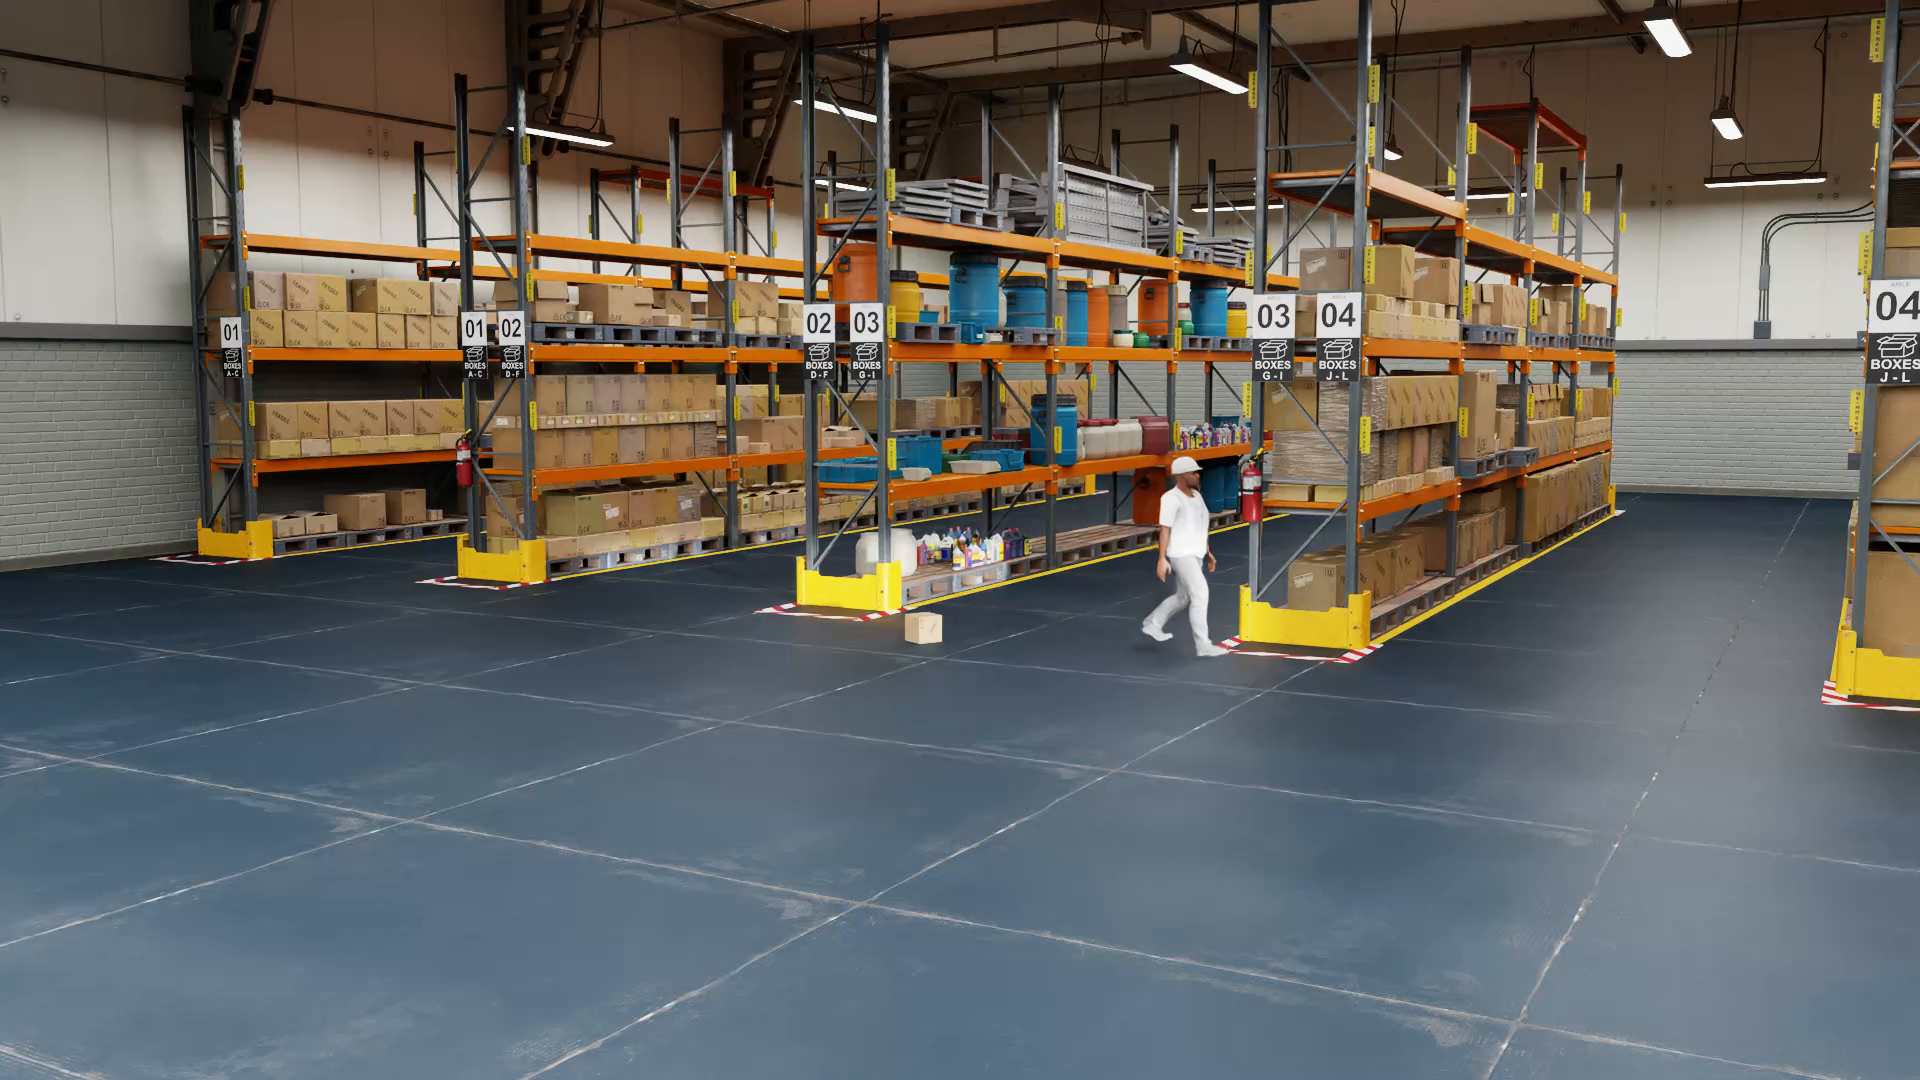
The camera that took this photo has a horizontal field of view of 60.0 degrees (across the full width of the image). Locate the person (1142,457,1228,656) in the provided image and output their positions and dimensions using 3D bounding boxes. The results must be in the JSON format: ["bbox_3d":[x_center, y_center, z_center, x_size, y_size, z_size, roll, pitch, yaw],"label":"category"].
[{"bbox_3d":[1.992,0.133,14.690,0.926,1.742,0.585,4,7,33],"label":"person"}]
